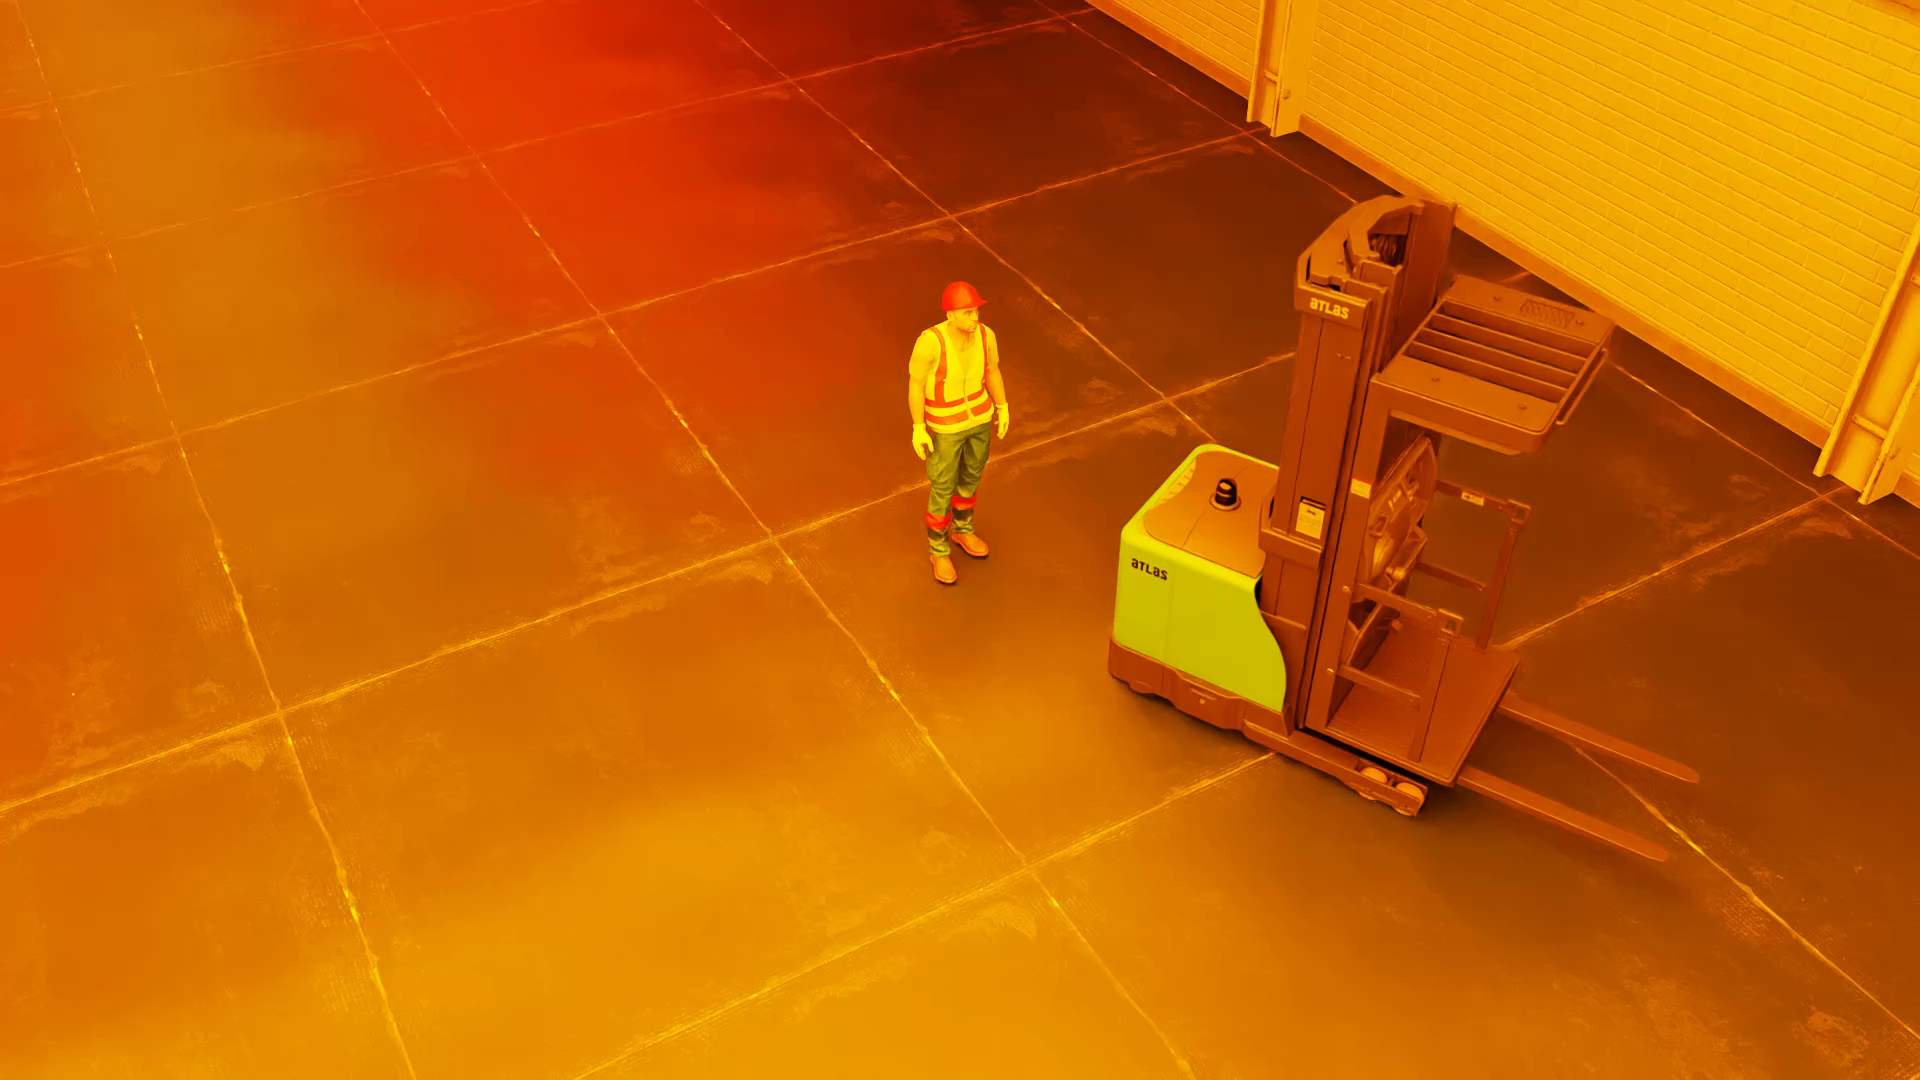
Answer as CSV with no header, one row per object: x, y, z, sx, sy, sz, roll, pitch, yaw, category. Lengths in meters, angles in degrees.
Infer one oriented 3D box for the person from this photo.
0.029,-0.646,9.698,0.638,1.788,0.563,-20,44,-23,person

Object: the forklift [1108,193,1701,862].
2.347,-0.094,8.150,3.031,2.935,1.130,23,45,25,forklift
